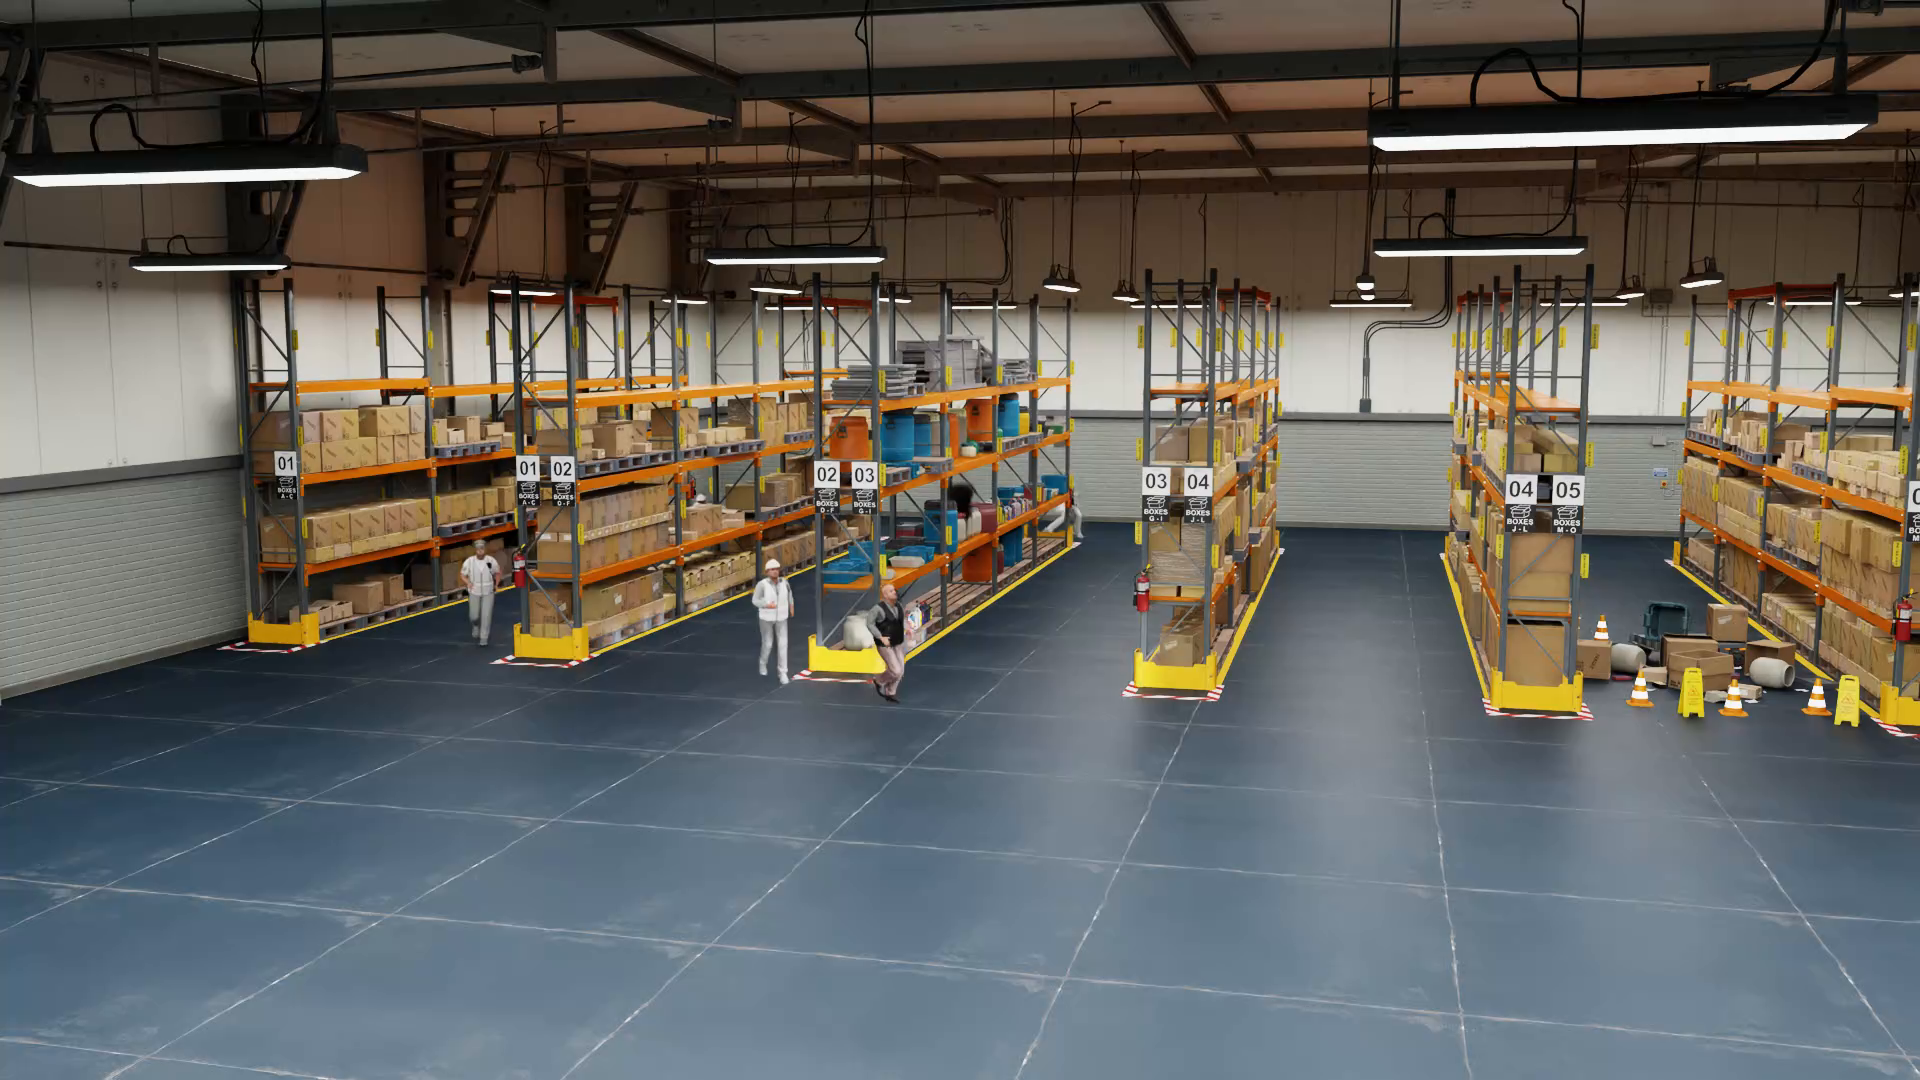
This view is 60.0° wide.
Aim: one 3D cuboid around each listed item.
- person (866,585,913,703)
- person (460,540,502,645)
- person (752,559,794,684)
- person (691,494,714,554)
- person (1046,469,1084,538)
[{"bbox_3d":[-0.945,1.440,22.996,0.555,1.667,0.664,6,9,41],"label":"person"},{"bbox_3d":[-7.900,0.849,27.470,0.658,1.741,0.659,-2,7,-17],"label":"person"},{"bbox_3d":[-2.757,1.186,24.569,0.670,1.828,0.821,-3,7,-23],"label":"person"},{"bbox_3d":[-5.538,-0.177,36.441,0.729,1.732,1.055,2,7,13],"label":"person"},{"bbox_3d":[2.716,-0.915,42.308,0.822,1.781,0.930,4,8,33],"label":"person"}]
